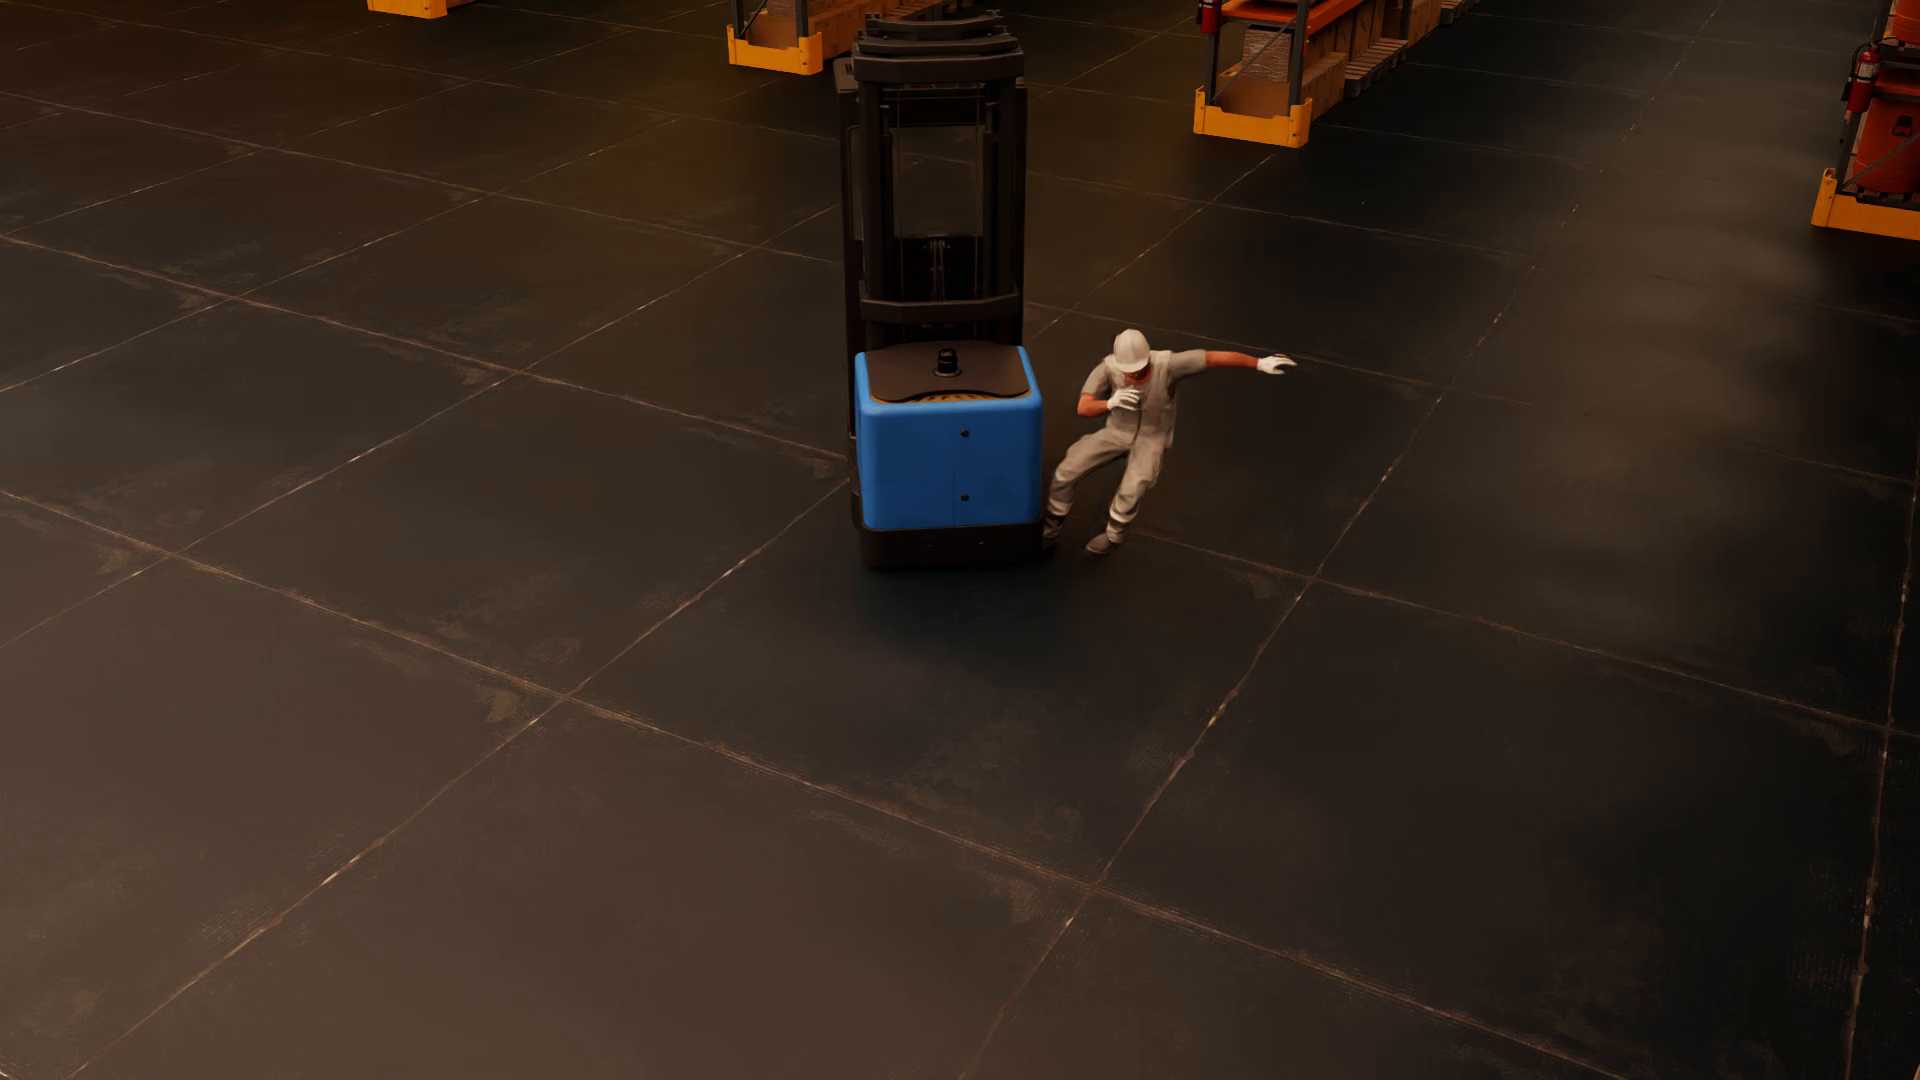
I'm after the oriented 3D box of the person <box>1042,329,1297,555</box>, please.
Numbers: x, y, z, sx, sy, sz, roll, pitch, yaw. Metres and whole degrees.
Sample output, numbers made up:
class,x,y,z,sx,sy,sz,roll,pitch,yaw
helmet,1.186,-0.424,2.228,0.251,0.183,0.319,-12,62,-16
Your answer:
class,x,y,z,sx,sy,sz,roll,pitch,yaw
person,1.102,-0.536,9.500,1.497,1.445,0.749,8,31,13

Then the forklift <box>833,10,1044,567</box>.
class,x,y,z,sx,sy,sz,roll,pitch,yaw
forklift,-0.184,-1.825,10.232,1.130,2.935,3.031,-3,30,-5
